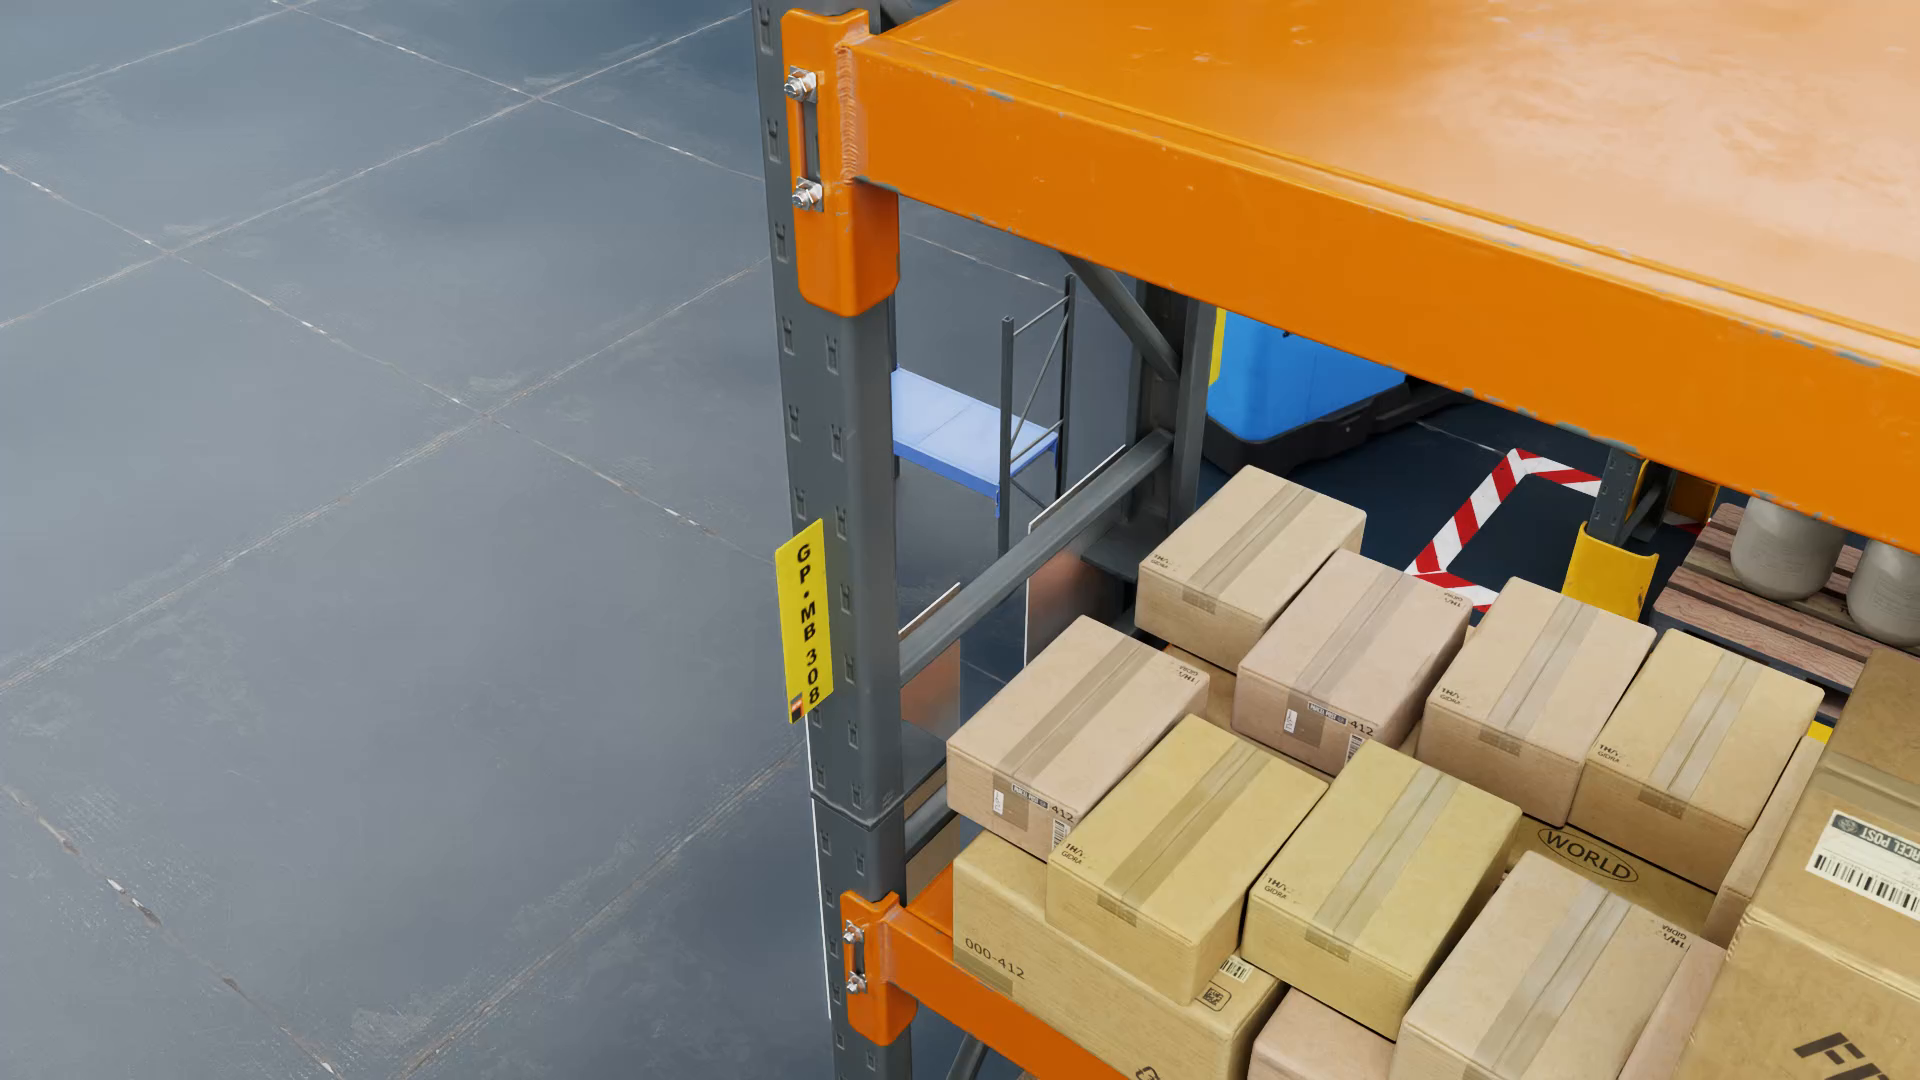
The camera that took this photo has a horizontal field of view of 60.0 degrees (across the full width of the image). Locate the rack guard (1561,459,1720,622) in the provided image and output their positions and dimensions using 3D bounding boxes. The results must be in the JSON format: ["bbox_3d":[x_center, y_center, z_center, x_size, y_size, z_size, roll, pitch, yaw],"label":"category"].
[{"bbox_3d":[3.209,-0.056,7.777,0.348,0.500,1.175,25,45,29],"label":"rack guard"}]

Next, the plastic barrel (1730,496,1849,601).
[{"bbox_3d":[3.689,-0.023,7.384,0.421,0.512,0.421,0,38,0],"label":"plastic barrel"}]

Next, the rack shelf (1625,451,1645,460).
[{"bbox_3d":[4.708,-0.014,6.279,4.000,0.370,1.077,25,45,29],"label":"rack shelf"}]

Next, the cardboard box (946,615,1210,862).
[{"bbox_3d":[0.189,0.317,2.638,0.250,0.149,0.380,25,44,28],"label":"cardboard box"}]

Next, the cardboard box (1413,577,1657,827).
[{"bbox_3d":[0.940,0.255,2.717,0.250,0.149,0.380,23,44,27],"label":"cardboard box"}]

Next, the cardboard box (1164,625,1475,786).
[{"bbox_3d":[0.648,0.313,2.966,0.500,0.250,0.500,26,45,30],"label":"cardboard box"}]

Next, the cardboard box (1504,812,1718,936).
[{"bbox_3d":[1.046,0.499,2.729,0.500,0.250,0.500,26,45,29],"label":"cardboard box"}]

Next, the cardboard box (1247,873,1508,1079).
[{"bbox_3d":[0.750,0.754,2.402,0.500,0.250,0.500,24,44,28],"label":"cardboard box"}]

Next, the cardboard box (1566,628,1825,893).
[{"bbox_3d":[1.154,0.337,2.612,0.250,0.149,0.380,26,45,29],"label":"cardboard box"}]

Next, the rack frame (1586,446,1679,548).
[{"bbox_3d":[3.120,-1.046,7.014,0.127,3.000,1.000,25,45,29],"label":"rack frame"}]

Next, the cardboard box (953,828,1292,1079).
[{"bbox_3d":[0.336,0.564,2.645,0.500,0.250,0.500,27,45,30],"label":"cardboard box"}]

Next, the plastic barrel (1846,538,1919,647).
[{"bbox_3d":[4.087,0.165,7.144,0.421,0.512,0.421,0,38,0],"label":"plastic barrel"}]

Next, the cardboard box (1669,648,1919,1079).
[{"bbox_3d":[1.126,0.533,1.836,0.500,0.500,0.500,25,44,28],"label":"cardboard box"}]

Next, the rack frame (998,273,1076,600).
[{"bbox_3d":[0.336,-0.432,7.446,0.032,1.500,0.500,25,45,29],"label":"rack frame"}]

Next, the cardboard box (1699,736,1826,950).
[{"bbox_3d":[1.275,0.491,2.415,0.250,0.149,0.380,26,45,29],"label":"cardboard box"}]

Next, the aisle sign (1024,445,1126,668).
[{"bbox_3d":[0.244,0.185,3.332,0.004,0.787,0.394,25,45,29],"label":"aisle sign"}]

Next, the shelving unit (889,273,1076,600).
[{"bbox_3d":[-0.068,-0.622,7.689,1.048,1.500,0.538,25,45,29],"label":"shelving unit"}]

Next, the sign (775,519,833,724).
[{"bbox_3d":[-0.219,0.120,2.382,0.005,0.325,0.100,25,45,29],"label":"sign"}]

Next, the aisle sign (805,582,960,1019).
[{"bbox_3d":[-0.121,0.479,2.957,0.004,0.787,0.394,25,45,29],"label":"aisle sign"}]

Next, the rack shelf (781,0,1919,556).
[{"bbox_3d":[1.699,0.051,1.333,4.000,0.370,1.077,25,45,29],"label":"rack shelf"}]

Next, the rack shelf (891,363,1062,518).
[{"bbox_3d":[-0.068,-0.481,7.800,1.000,0.185,0.538,25,45,29],"label":"rack shelf"}]

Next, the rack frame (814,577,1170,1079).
[{"bbox_3d":[0.111,1.379,3.916,0.127,3.000,1.000,25,45,29],"label":"rack frame"}]

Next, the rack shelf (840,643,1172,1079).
[{"bbox_3d":[1.699,1.230,2.256,4.000,0.370,1.077,25,45,29],"label":"rack shelf"}]

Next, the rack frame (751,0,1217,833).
[{"bbox_3d":[0.111,-0.983,2.067,0.127,3.000,1.000,25,45,29],"label":"rack frame"}]

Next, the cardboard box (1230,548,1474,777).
[{"bbox_3d":[0.656,0.206,2.779,0.250,0.149,0.380,24,44,27],"label":"cardboard box"}]

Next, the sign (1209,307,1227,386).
[{"bbox_3d":[0.464,-0.415,3.056,0.005,0.325,0.100,25,45,29],"label":"sign"}]

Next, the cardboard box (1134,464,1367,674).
[{"bbox_3d":[0.521,0.051,2.977,0.250,0.149,0.380,25,45,29],"label":"cardboard box"}]

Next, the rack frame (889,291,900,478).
[{"bbox_3d":[-0.472,-0.813,7.932,0.032,1.500,0.500,25,45,29],"label":"rack frame"}]

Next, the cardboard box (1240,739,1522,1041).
[{"bbox_3d":[0.612,0.495,2.410,0.250,0.149,0.380,24,44,28],"label":"cardboard box"}]

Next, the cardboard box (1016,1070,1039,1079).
[{"bbox_3d":[0.382,1.168,3.052,0.500,0.500,0.500,25,45,29],"label":"cardboard box"}]

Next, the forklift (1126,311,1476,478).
[{"bbox_3d":[2.408,-2.147,8.475,3.031,2.935,1.130,-22,43,-26],"label":"forklift"}]

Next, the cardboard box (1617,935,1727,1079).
[{"bbox_3d":[0.975,0.725,2.116,0.250,0.149,0.380,25,45,28],"label":"cardboard box"}]

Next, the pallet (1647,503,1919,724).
[{"bbox_3d":[3.851,0.364,7.474,1.213,0.211,1.003,25,45,29],"label":"pallet"}]

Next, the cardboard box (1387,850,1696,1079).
[{"bbox_3d":[0.785,0.632,2.235,0.250,0.149,0.380,27,46,30],"label":"cardboard box"}]

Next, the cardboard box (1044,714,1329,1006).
[{"bbox_3d":[0.336,0.461,2.454,0.250,0.149,0.380,26,45,29],"label":"cardboard box"}]
